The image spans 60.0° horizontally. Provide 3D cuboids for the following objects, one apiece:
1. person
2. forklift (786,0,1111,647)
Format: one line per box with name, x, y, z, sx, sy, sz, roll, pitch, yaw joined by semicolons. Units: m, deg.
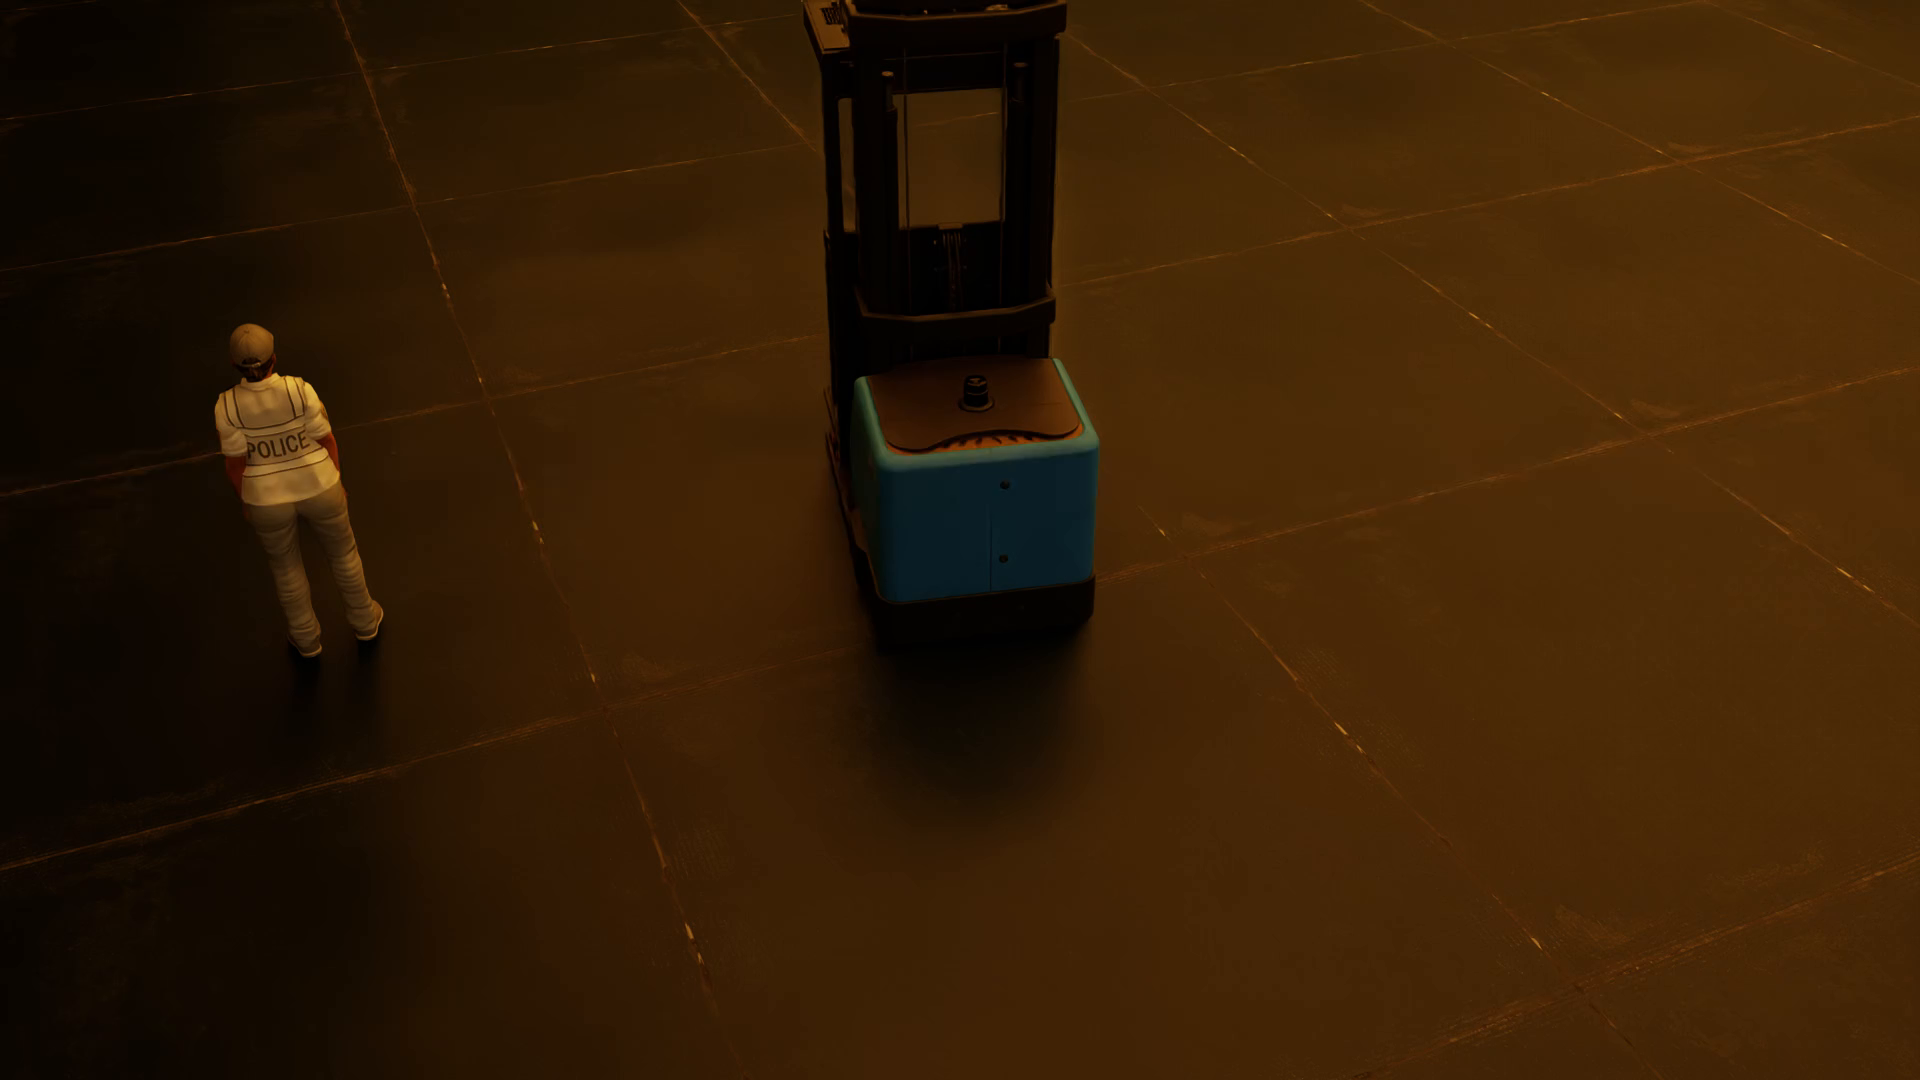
person;-2.976;-0.217;7.433;0.485;1.668;0.395;-16;38;-21
forklift;-0.192;-1.546;8.273;1.130;2.935;3.031;-9;36;-13
